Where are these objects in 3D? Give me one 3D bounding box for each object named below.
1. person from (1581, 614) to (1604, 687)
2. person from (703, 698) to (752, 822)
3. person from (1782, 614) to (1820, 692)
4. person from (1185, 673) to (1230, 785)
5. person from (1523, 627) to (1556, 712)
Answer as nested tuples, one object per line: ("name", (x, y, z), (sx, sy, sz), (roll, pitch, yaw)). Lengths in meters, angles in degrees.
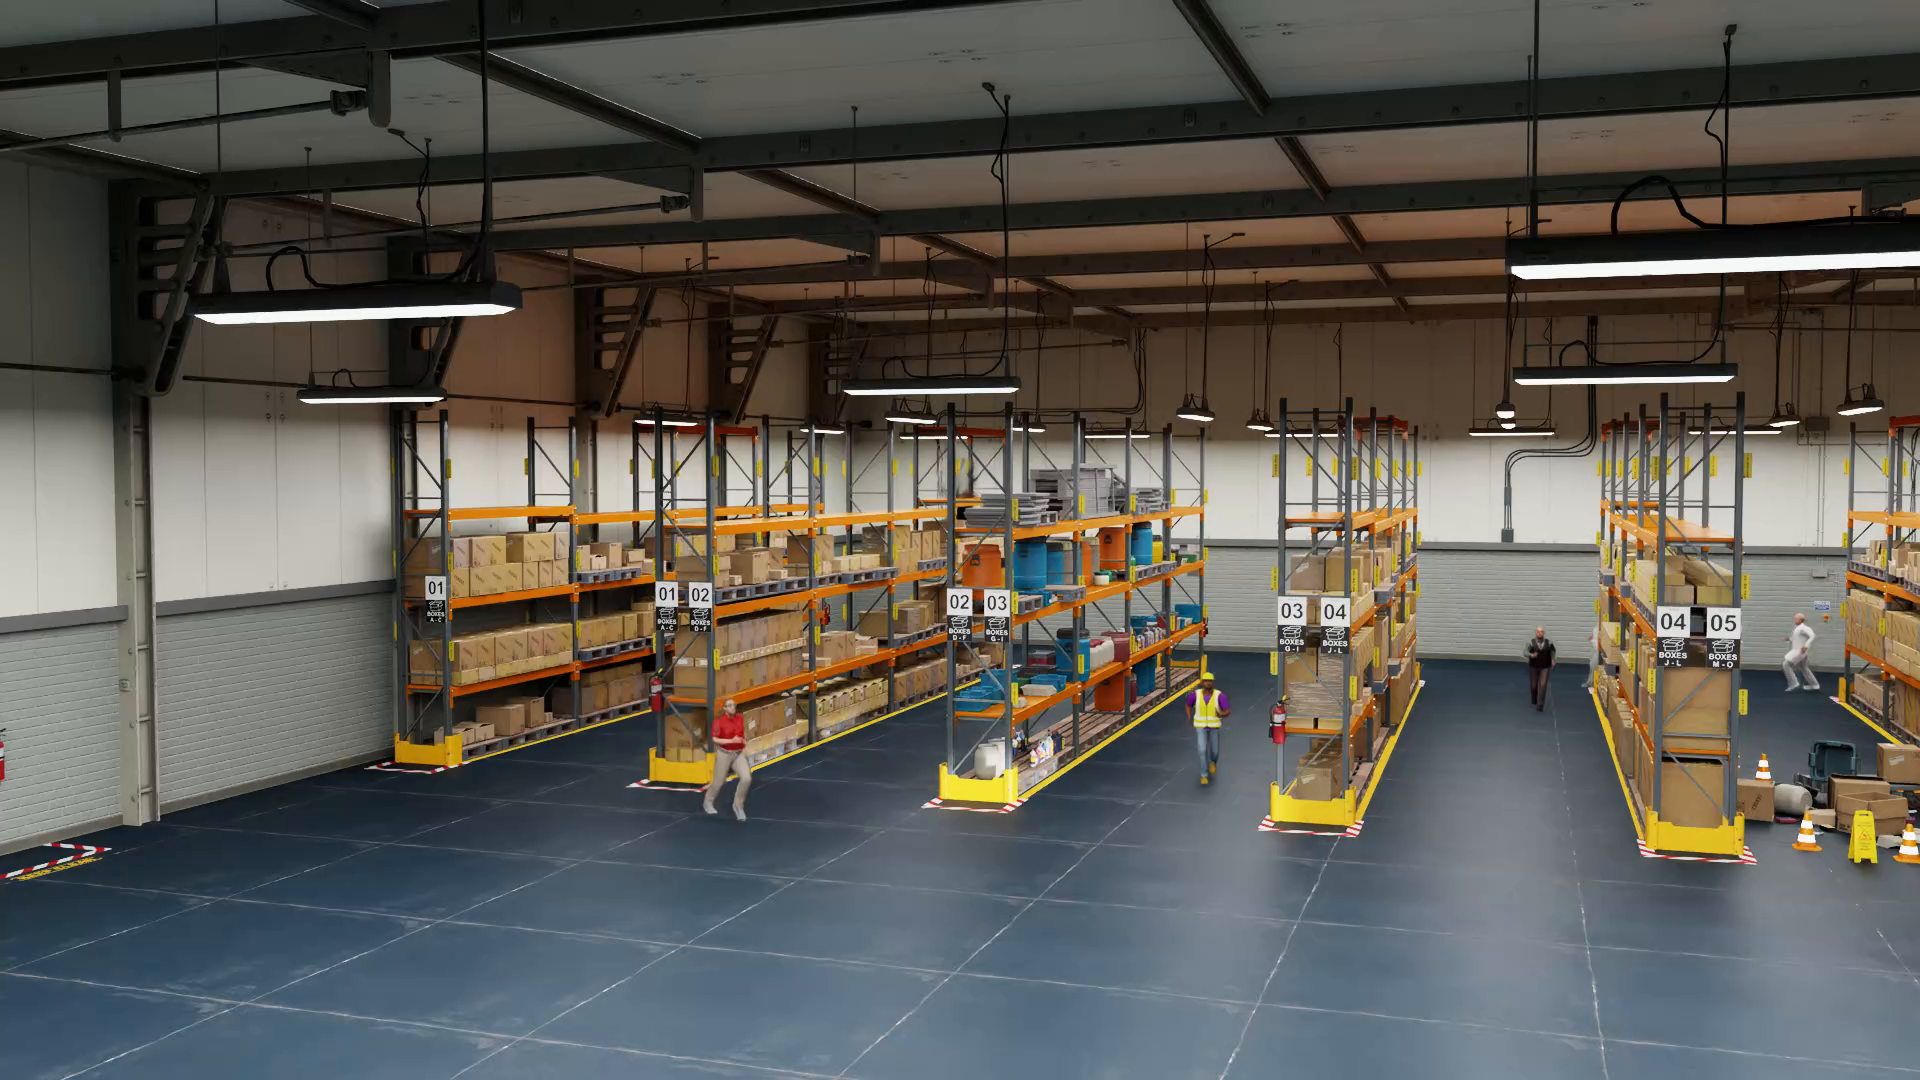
("person", (14.692, 2.495, 38.112), (0.787, 1.797, 0.715), (0, 2, 3))
("person", (-3.290, 3.133, 23.747), (0.673, 1.777, 0.911), (-2, 3, -40))
("person", (18.784, 2.548, 37.136), (0.794, 1.808, 0.767), (1, 3, 26))
("person", (3.945, 2.988, 26.527), (0.714, 1.745, 0.907), (0, 2, 9))
("person", (11.995, 2.623, 34.426), (0.659, 1.649, 0.826), (1, 3, 17))
